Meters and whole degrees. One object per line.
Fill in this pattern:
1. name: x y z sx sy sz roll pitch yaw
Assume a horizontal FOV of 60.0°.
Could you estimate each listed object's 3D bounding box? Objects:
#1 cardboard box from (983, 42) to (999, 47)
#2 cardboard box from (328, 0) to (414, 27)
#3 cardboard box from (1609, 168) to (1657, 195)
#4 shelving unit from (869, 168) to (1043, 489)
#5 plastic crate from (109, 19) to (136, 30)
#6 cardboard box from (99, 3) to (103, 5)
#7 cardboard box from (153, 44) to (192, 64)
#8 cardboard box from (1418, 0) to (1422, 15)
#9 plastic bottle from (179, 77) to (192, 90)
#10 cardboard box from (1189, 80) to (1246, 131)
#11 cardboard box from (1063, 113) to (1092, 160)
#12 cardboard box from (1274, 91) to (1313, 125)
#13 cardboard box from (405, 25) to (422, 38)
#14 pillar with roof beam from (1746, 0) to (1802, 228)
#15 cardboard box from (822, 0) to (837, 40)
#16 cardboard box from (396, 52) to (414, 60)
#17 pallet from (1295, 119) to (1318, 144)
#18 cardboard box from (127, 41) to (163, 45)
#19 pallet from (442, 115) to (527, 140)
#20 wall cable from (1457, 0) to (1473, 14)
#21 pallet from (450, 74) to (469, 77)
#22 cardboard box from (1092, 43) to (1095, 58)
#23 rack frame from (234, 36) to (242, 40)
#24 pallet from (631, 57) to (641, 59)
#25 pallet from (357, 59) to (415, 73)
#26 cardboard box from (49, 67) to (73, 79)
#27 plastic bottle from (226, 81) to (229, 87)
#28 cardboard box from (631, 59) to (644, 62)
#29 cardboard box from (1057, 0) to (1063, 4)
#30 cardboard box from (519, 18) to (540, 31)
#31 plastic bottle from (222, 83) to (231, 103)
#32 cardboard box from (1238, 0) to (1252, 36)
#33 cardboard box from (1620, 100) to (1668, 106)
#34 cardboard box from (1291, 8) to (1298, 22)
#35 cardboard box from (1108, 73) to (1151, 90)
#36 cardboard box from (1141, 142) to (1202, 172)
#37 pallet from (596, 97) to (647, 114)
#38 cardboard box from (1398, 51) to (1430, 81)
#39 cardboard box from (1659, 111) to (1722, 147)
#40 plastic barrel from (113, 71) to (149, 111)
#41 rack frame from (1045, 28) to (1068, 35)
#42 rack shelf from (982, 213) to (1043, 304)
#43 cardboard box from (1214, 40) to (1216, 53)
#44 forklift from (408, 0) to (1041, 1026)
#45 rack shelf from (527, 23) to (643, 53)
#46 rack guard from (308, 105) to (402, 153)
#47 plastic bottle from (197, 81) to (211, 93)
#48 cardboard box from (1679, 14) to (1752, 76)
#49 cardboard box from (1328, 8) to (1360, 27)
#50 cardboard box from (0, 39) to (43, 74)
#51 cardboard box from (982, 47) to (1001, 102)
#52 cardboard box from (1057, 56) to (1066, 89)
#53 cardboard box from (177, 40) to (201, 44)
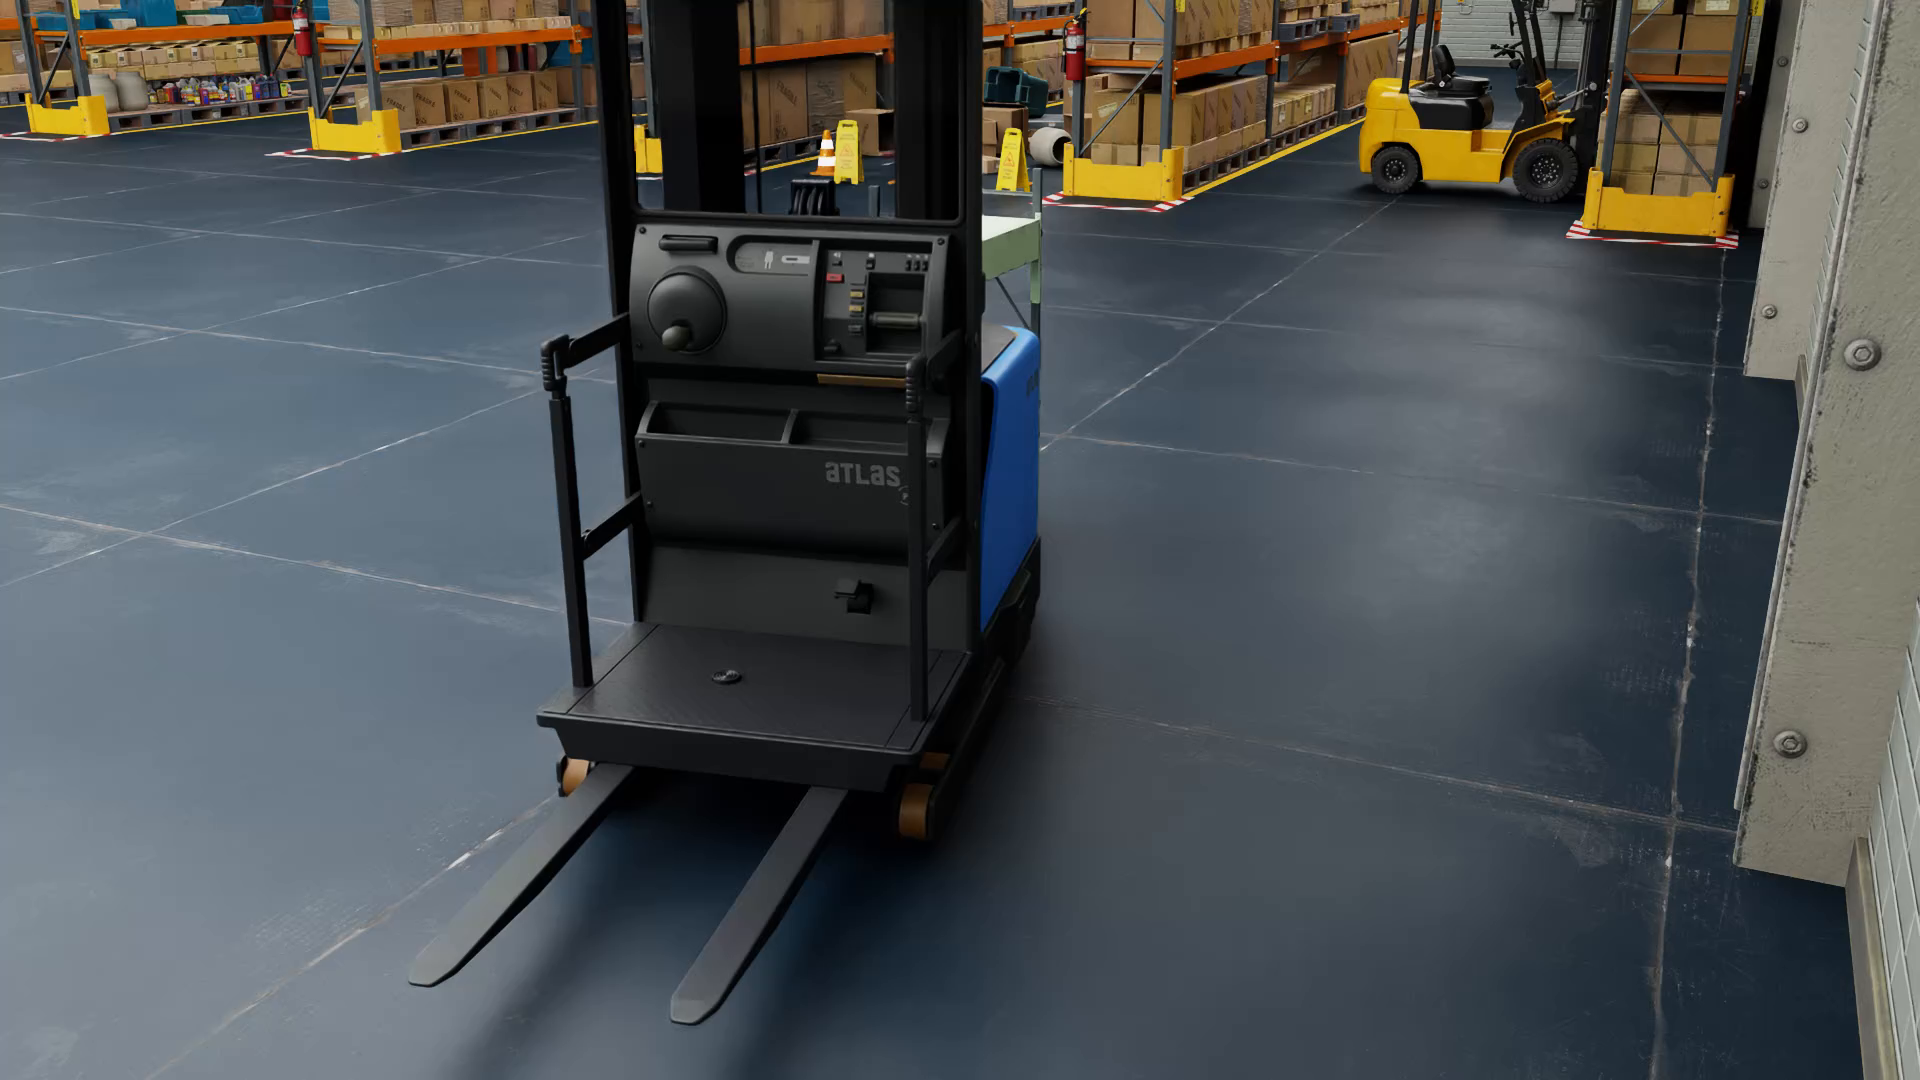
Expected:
1. cardboard box: 0.349 -7.545 25.692 0.500 0.250 0.500 8 21 21
2. cardboard box: -7.202 -6.544 20.300 0.875 0.500 0.500 9 21 23
3. cardboard box: 6.023 -3.242 15.085 0.500 0.250 0.500 9 21 23
4. shelving unit: -0.003 -0.705 6.712 0.431 1.500 0.755 9 21 23
5. plastic crate: -11.310 -6.977 22.505 0.298 0.136 0.250 9 21 23
6. cardboard box: -14.657 -9.006 28.017 0.396 0.266 0.258 8 21 21
7. cardboard box: -13.825 -8.504 29.046 0.500 0.311 0.500 9 22 24
8. cardboard box: 7.354 -8.960 27.538 0.500 0.500 0.500 9 21 23
9. plastic bottle: -11.369 -6.620 24.403 0.144 0.351 0.185 10 22 25
10. cardboard box: 2.815 -4.782 18.295 0.500 0.500 0.500 10 22 26
11. cardboard box: 1.547 -4.738 19.542 0.500 0.500 0.500 -9 22 -24
12. cardboard box: 4.014 -5.609 21.559 0.950 0.372 0.625 9 22 24
13. cardboard box: -6.882 -6.277 20.516 0.380 0.149 0.250 9 21 23
14. pillar with roof beam: 3.299 -7.659 15.076 9.100 9.000 0.400 9 21 23
15. cardboard box: -2.003 -6.340 20.095 0.875 0.550 0.550 9 21 23
16. cardboard box: -11.515 -10.061 33.855 0.500 0.500 0.500 8 21 22
17. pallet: 4.043 -5.354 21.709 1.003 0.211 1.213 9 21 23
18. cardboard box: -16.947 -10.336 34.136 0.750 0.750 0.750 8 21 22
19. pallet: -6.555 -5.517 22.167 1.003 0.211 1.213 9 21 23
20. wall cable: 10.429 -11.944 34.515 0.585 1.953 0.123 9 21 23
21. pallet: -8.410 -8.251 29.853 1.003 0.211 1.213 9 21 23
22. cardboard box: 1.550 -4.951 16.788 0.380 0.149 0.250 8 21 22
23. rack frame: -16.095 -11.900 35.953 1.000 3.000 0.127 9 21 23
24. pallet: -6.293 -9.831 34.297 1.003 0.211 1.213 9 21 23
25. pallet: -11.873 -9.653 33.798 1.003 0.211 1.213 9 21 23
26. cardboard box: -14.945 -7.845 28.027 0.500 0.250 0.500 8 21 22
27. plastic bottle: -10.712 -6.594 24.430 0.061 0.283 0.133 9 21 23
28. cardboard box: -4.873 -7.114 25.571 0.700 0.500 0.500 11 22 27
29. cardboard box: 1.433 -8.682 26.652 0.380 0.149 0.250 10 22 25
30. cardboard box: -5.903 -6.956 22.426 0.380 0.149 0.250 9 21 23
31. plastic bottle: -10.679 -6.503 24.192 0.097 0.271 0.097 0 20 0
32. cardboard box: 2.859 -5.755 18.082 0.500 0.500 0.500 9 22 24
33. cardboard box: 6.425 -4.022 15.787 0.500 0.250 0.500 9 21 23
34. cardboard box: 3.852 -6.336 20.056 0.380 0.149 0.250 9 21 24
35. cardboard box: 1.768 -4.796 17.368 0.380 0.149 0.250 9 22 24
36. cardboard box: 2.172 -3.944 17.058 0.500 0.250 0.500 8 21 22
37. pallet: -4.998 -6.714 25.532 1.003 0.211 1.213 9 21 23
38. cardboard box: 7.595 -8.218 28.797 0.875 0.438 0.875 9 22 24
39. cardboard box: 6.489 -3.647 14.732 0.500 0.250 0.500 8 21 22
40. plastic barrel: -11.565 -6.263 23.188 0.421 0.512 0.421 0 20 0
41. rack frame: 1.946 -9.149 28.219 1.000 3.000 0.127 9 21 23
42. rack shelf: -0.003 -1.072 6.581 0.431 0.370 0.720 9 21 23
43. cardboard box: 2.465 -5.183 17.441 0.380 0.149 0.250 9 22 25
44. forklift: -0.534 -0.681 4.510 1.130 2.935 3.031 4 20 12
45. rack shelf: -4.995 -7.688 25.183 1.077 0.370 4.000 9 21 23
46. rack guard: -7.421 -5.038 20.389 1.175 0.500 0.348 9 21 23
47. plastic bottle: -11.147 -6.629 24.540 0.152 0.276 0.135 9 21 23
48. cardboard box: 6.575 -4.313 14.471 0.500 0.500 0.500 9 22 24
49. cardboard box: 5.295 -7.323 23.306 0.500 0.250 0.500 8 21 22
50. cardboard box: -15.056 -7.708 26.525 0.500 0.500 0.500 9 21 23
51. cardboard box: -0.024 -6.891 24.599 1.050 0.750 0.750 8 21 22
52. cardboard box: 1.448 -7.596 26.954 0.500 0.500 0.500 8 21 22
53. cardboard box: -13.902 -8.883 30.111 0.500 0.311 0.500 8 21 21
